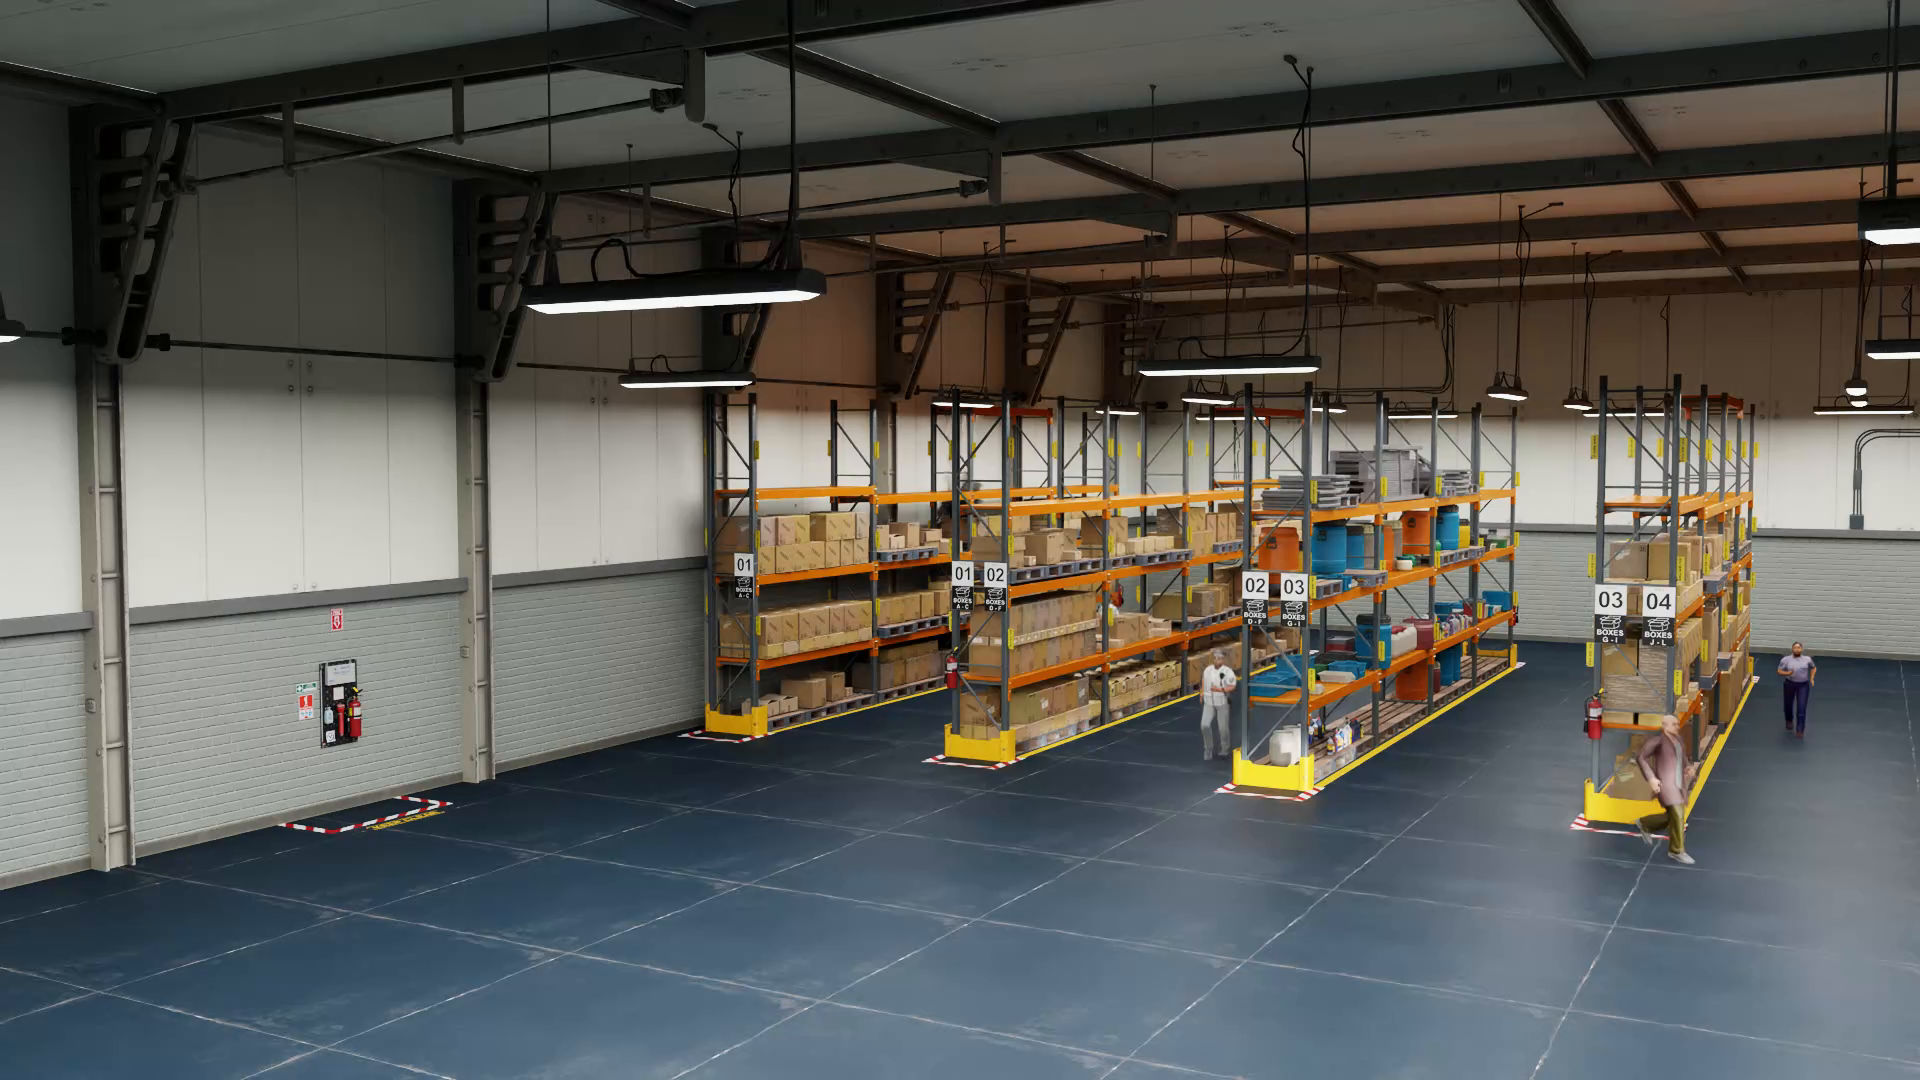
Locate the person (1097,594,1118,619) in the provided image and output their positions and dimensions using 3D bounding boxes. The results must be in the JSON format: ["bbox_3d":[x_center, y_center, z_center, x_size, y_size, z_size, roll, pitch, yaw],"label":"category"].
[{"bbox_3d":[3.412,1.995,38.553,0.590,1.566,0.836,2,4,29],"label":"person"}]

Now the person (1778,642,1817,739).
[{"bbox_3d":[14.624,2.593,29.071,0.607,1.632,0.941,2,3,27],"label":"person"}]

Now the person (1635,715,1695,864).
[{"bbox_3d":[8.683,3.035,20.450,0.751,1.782,0.865,-2,4,-32],"label":"person"}]

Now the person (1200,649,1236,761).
[{"bbox_3d":[4.151,2.678,26.895,0.637,1.829,0.751,2,3,26],"label":"person"}]
